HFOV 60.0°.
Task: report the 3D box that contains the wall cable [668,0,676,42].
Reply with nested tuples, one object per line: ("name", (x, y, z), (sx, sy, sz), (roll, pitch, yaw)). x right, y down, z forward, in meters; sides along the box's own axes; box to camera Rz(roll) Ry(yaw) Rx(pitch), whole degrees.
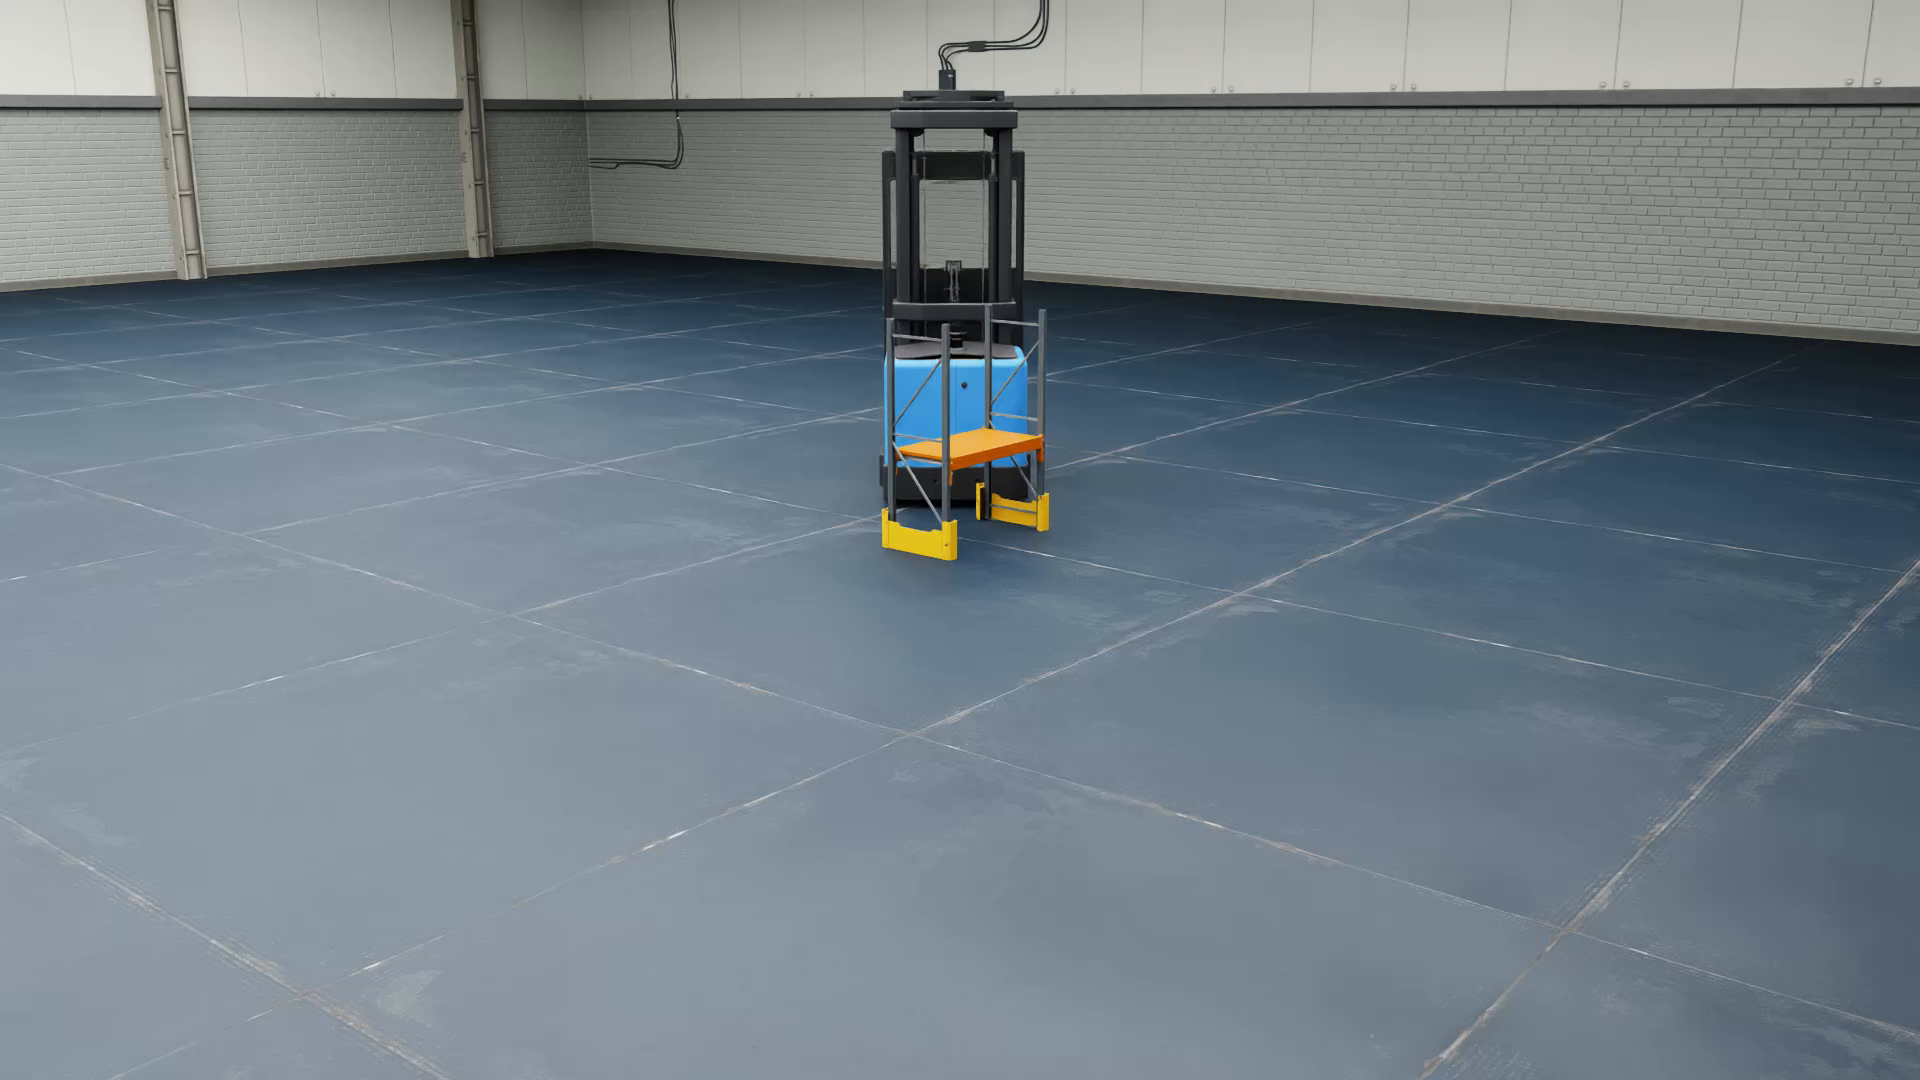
("wall cable", (-4.728, -10.989, 32.152), (3.097, 2.526, 0.112), (11, 18, 38))

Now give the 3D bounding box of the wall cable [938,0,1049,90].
("wall cable", (0.542, -10.641, 27.826), (2.305, 6.003, 0.169), (11, 18, 38))

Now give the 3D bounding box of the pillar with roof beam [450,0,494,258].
("pillar with roof beam", (-6.364, -9.439, 30.002), (9.100, 9.000, 0.400), (11, 18, 38))

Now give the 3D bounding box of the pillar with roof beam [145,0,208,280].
("pillar with roof beam", (-10.135, -8.290, 25.479), (9.100, 9.000, 0.400), (11, 18, 38))

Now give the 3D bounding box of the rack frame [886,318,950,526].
("rack frame", (-0.266, -0.646, 10.619), (0.500, 1.500, 0.032), (11, 18, 38))

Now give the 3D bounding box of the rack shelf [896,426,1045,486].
("rack shelf", (0.054, -0.569, 11.047), (0.538, 0.185, 1.000), (11, 18, 38))

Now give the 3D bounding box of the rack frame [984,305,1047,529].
("rack frame", (0.373, -0.841, 11.386), (0.500, 1.500, 0.032), (11, 18, 38))

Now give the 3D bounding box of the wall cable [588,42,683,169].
("wall cable", (-6.832, -8.960, 34.422), (3.097, 2.526, 0.112), (11, 18, 38))

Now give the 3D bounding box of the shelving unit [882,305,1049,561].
("shelving unit", (0.048, -0.742, 10.996), (0.587, 1.500, 1.083), (11, 18, 38))

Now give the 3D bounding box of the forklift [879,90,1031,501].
("forklift", (-0.056, -2.011, 13.085), (1.130, 2.935, 3.031), (0, 14, -1))

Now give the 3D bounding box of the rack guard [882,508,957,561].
("rack guard", (-0.265, -0.040, 10.774), (0.587, 0.250, 0.087), (11, 18, 38))

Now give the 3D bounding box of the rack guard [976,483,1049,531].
("rack guard", (0.361, -0.231, 11.525), (0.587, 0.250, 0.087), (11, 18, 38))
